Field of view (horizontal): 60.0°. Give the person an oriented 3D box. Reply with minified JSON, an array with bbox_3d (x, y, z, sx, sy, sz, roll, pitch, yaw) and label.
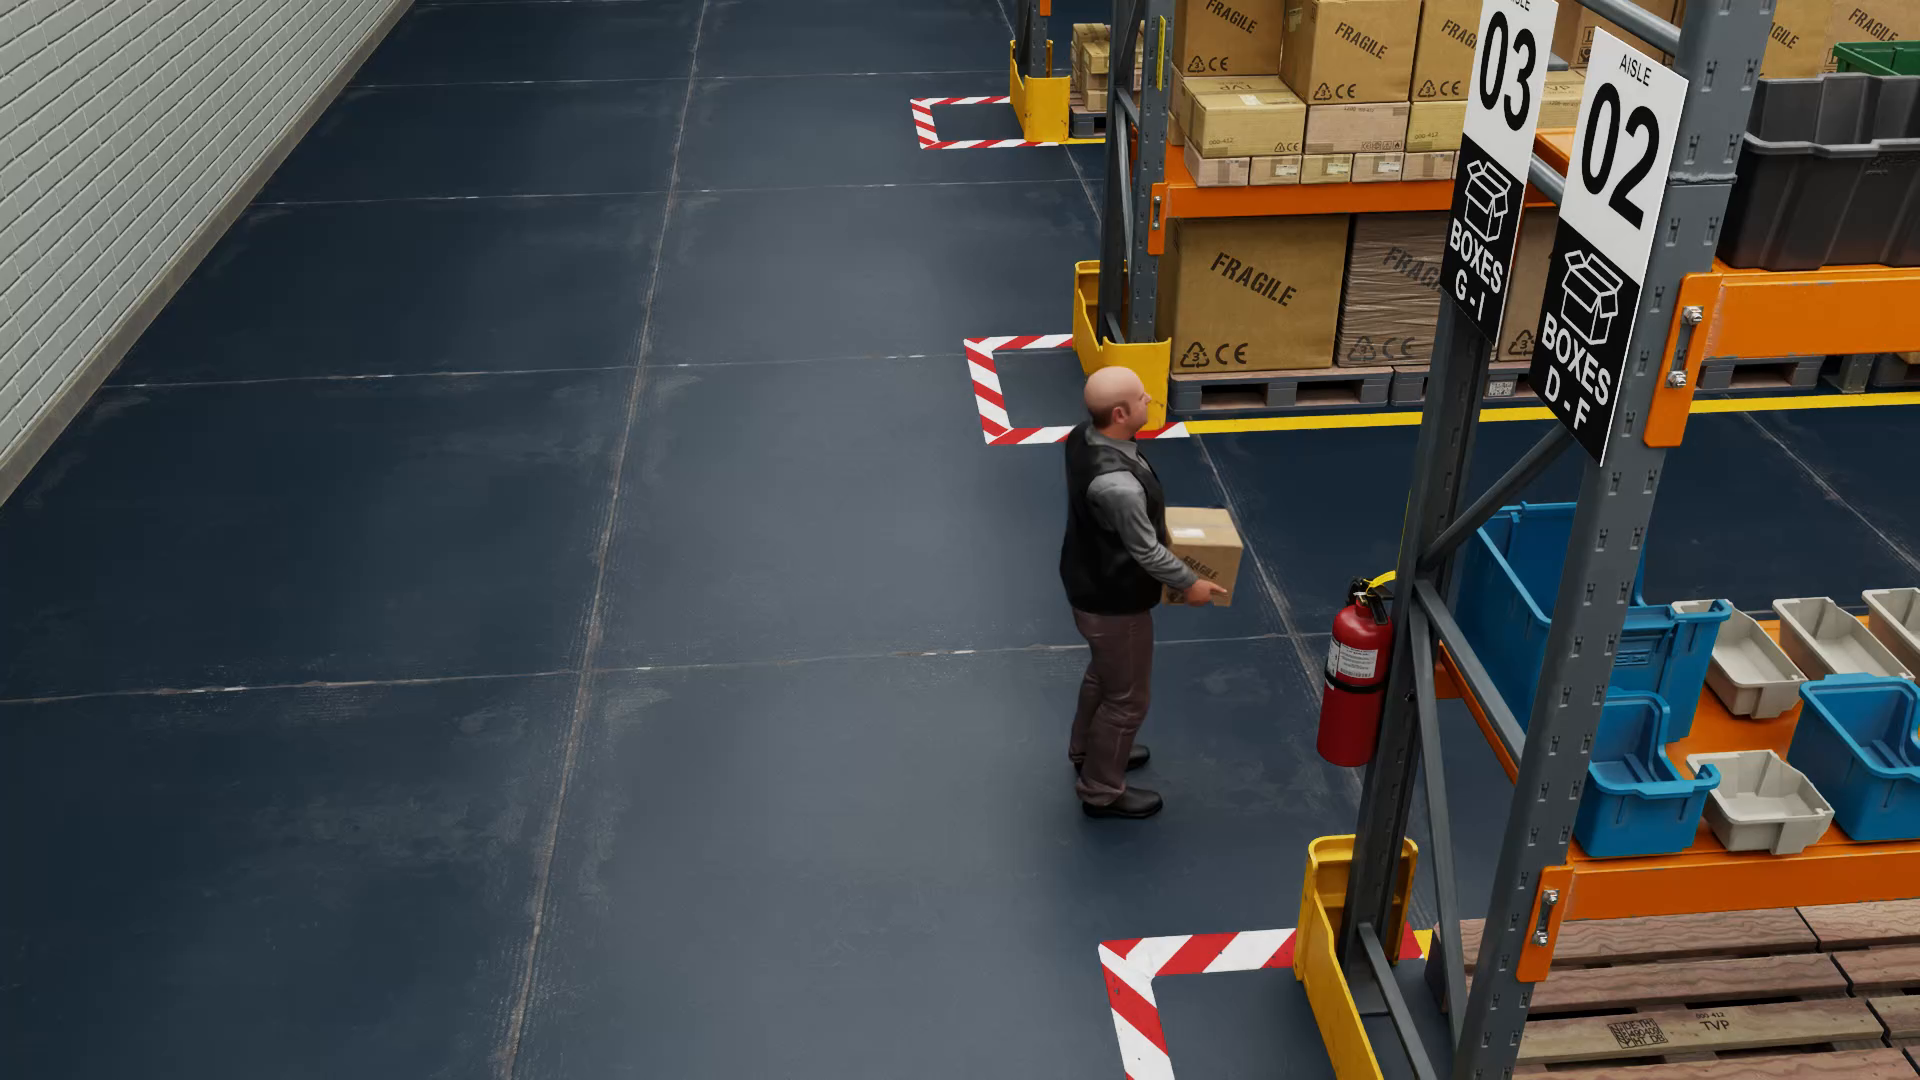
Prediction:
[{"bbox_3d":[0.631,0.178,5.858,0.547,1.722,0.508,-3,31,-5],"label":"person"}]
